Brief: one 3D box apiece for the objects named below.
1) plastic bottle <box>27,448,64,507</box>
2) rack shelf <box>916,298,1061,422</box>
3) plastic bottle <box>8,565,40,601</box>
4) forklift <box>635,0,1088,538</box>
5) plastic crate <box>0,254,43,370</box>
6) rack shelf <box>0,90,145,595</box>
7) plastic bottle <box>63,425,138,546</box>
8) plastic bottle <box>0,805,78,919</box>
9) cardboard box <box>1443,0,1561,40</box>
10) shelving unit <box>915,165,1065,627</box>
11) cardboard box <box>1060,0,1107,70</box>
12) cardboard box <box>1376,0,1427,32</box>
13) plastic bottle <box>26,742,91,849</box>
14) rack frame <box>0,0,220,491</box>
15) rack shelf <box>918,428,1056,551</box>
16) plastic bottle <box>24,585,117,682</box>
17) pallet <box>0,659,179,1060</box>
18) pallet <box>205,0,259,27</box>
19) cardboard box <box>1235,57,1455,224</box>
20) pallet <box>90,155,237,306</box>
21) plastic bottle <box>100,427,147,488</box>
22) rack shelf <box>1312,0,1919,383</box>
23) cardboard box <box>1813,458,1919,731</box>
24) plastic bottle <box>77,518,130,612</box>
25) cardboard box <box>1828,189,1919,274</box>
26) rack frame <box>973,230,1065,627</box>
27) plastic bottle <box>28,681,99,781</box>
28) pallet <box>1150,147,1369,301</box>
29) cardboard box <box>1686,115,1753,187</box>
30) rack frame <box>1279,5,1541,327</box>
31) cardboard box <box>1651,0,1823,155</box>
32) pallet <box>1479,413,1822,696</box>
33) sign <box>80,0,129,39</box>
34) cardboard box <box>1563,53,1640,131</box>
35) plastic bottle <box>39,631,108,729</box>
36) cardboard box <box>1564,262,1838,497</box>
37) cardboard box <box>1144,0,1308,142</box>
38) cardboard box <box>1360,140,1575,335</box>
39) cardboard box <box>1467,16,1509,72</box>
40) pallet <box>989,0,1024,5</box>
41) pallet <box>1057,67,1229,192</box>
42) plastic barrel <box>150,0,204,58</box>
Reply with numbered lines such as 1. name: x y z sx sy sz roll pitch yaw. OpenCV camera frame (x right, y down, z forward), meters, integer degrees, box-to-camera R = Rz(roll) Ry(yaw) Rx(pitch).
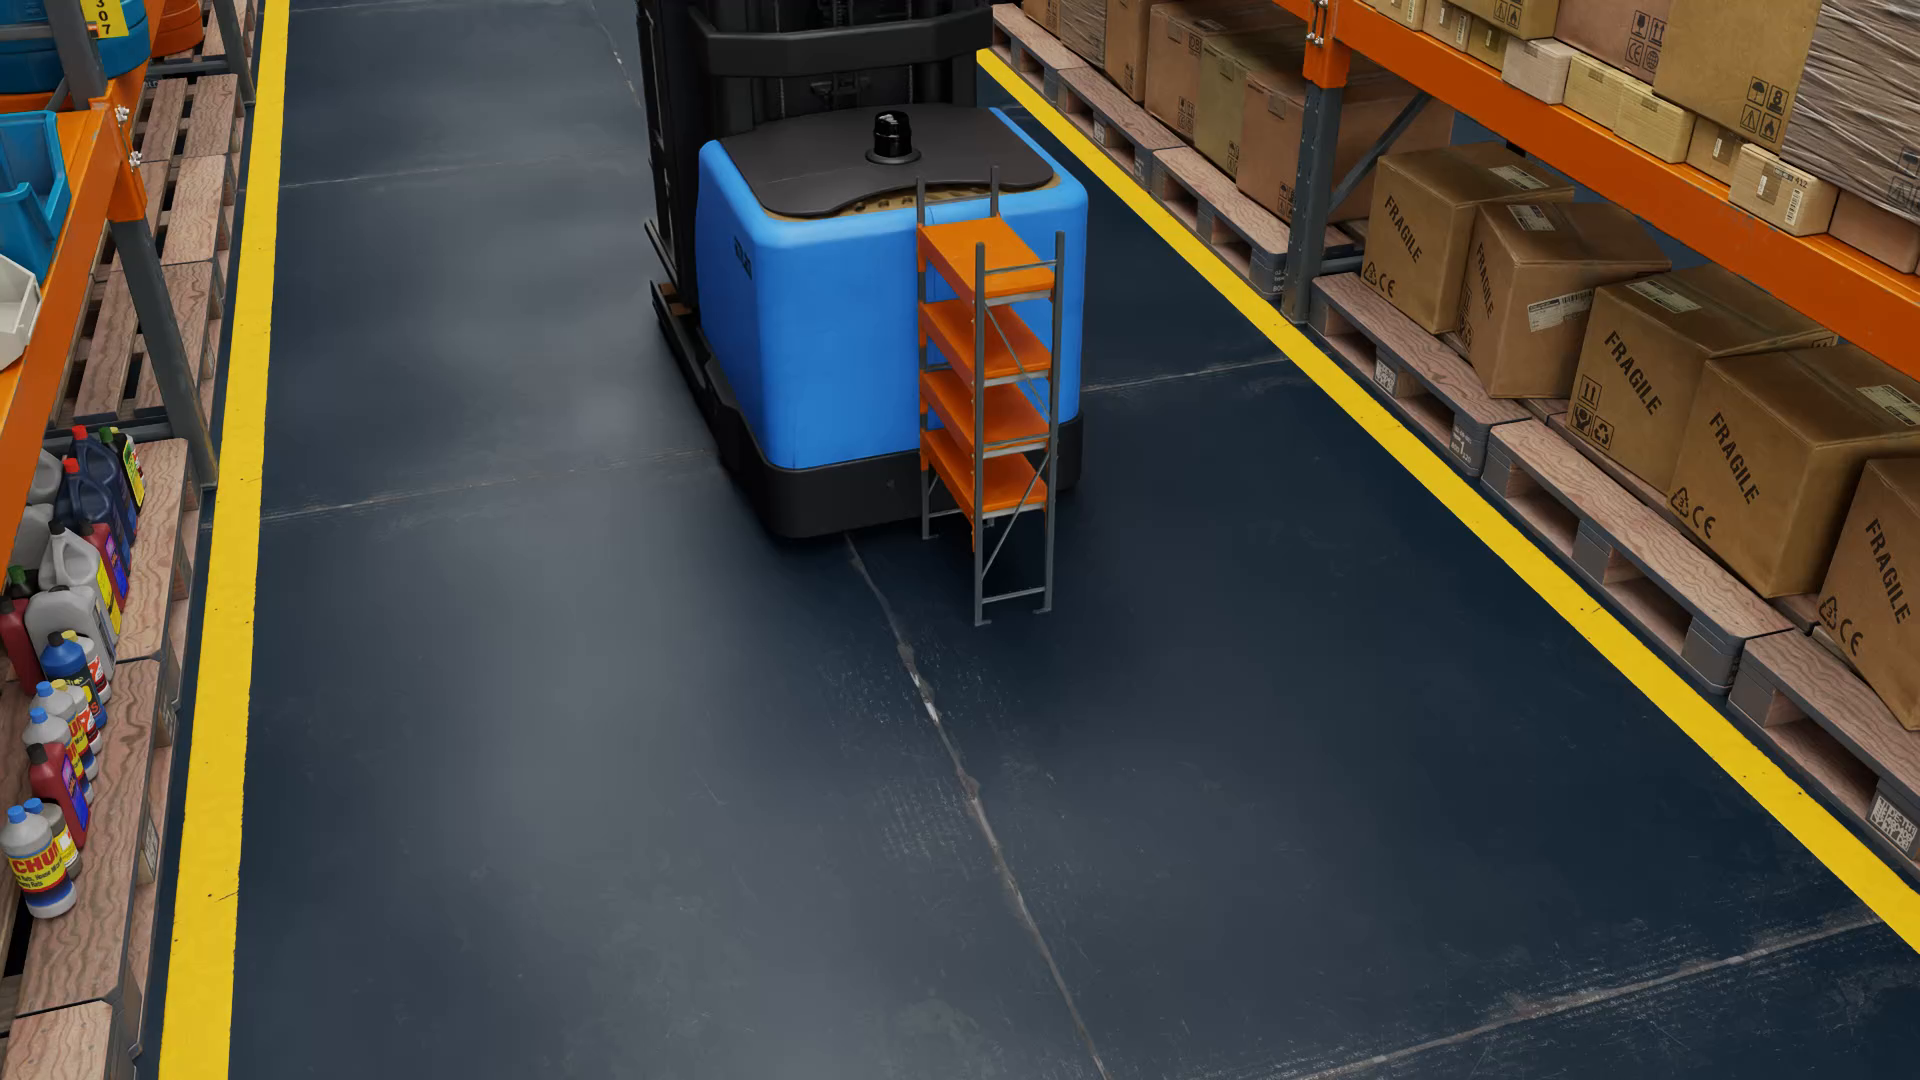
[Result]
1. plastic bottle: -2.619 -0.133 4.735 0.144 0.351 0.185 -10 35 -15
2. rack shelf: 0.074 -0.528 4.678 0.258 0.148 0.480 -11 35 -16
3. plastic bottle: -2.414 0.172 4.334 0.061 0.283 0.133 -10 35 -15
4. forklift: -0.570 -2.035 5.672 1.130 2.935 3.031 -11 35 -16
5. plastic crate: -2.216 -0.449 3.448 0.530 0.136 0.437 -10 35 -15
6. rack shelf: -2.342 -0.019 3.210 1.077 0.370 4.000 -10 35 -15
7. plastic bottle: -2.481 -0.158 4.771 0.144 0.351 0.185 -11 35 -16
8. plastic bottle: -1.989 0.682 3.573 0.097 0.271 0.097 0 33 0
9. cardboard box: 1.962 -1.852 4.972 0.875 0.500 0.500 -10 35 -15
10. shelving unit: 0.074 -0.398 4.764 0.258 1.200 0.503 -11 35 -16
11. cardboard box: 0.949 -2.805 8.642 0.700 0.500 0.500 -13 36 -19
12. cardboard box: 1.607 -1.800 5.481 0.380 0.149 0.250 -10 35 -15
13. plastic bottle: -2.040 0.555 3.754 0.061 0.283 0.133 -9 35 -14
14. rack frame: -2.952 -1.369 4.601 1.000 3.000 0.127 -10 35 -15
15. rack shelf: 0.074 -0.176 4.910 0.258 0.148 0.480 -11 35 -16
16. plastic bottle: -2.279 0.230 4.253 0.152 0.276 0.135 -9 35 -14
17. pallet: -2.411 0.796 3.854 1.003 0.211 1.213 -10 35 -15
18. pallet: -4.821 -3.352 10.131 1.003 0.211 1.213 -10 35 -15
19. cardboard box: 1.598 -1.668 6.922 0.700 0.500 0.500 -13 36 -18
20. pallet: -3.605 -1.253 6.955 1.003 0.211 1.213 -10 35 -15
21. plastic bottle: -2.545 -0.247 5.042 0.097 0.201 0.097 0 33 0
22. rack shelf: 2.375 -0.852 4.470 1.077 0.370 4.000 -10 35 -15
23. cardboard box: 2.595 0.127 4.223 0.500 0.500 0.500 -1 33 -2
24. plastic bottle: -2.334 0.050 4.519 0.061 0.283 0.133 -8 34 -12
25. cardboard box: 2.304 -0.765 3.915 0.380 0.149 0.250 -10 35 -15
26. rack frame: 0.155 -0.271 4.572 0.240 1.200 0.015 -11 35 -16
27. plastic bottle: -2.124 0.449 3.925 0.097 0.271 0.097 0 33 0
28. pallet: 1.526 -1.447 7.248 1.003 0.211 1.213 -10 35 -15
29. cardboard box: 2.133 -1.025 4.308 0.380 0.149 0.250 -10 35 -15
30. rack frame: 1.764 -2.202 5.861 1.000 3.000 0.127 -10 35 -15
31. cardboard box: 2.323 -1.337 4.193 0.875 0.500 0.500 -10 35 -15
32. pallet: 2.379 -0.050 5.134 1.003 0.211 1.213 -10 35 -15
33. sign: -2.425 -1.571 4.656 0.100 0.325 0.005 -10 35 -15
34. cardboard box: 1.948 -1.281 4.696 0.380 0.149 0.250 -10 35 -15
35. plastic bottle: -2.185 0.343 4.086 0.097 0.271 0.097 0 33 0
36. cardboard box: 2.295 -0.505 5.180 0.500 0.500 0.500 -13 36 -19
37. cardboard box: 1.299 -2.216 7.751 0.700 0.500 0.500 -13 36 -19
38. cardboard box: 1.848 -1.117 6.107 0.500 0.500 0.500 -11 35 -16
39. cardboard box: 1.795 -1.544 5.093 0.380 0.149 0.250 -10 35 -15
40. pallet: 0.376 -3.565 10.454 1.003 0.211 1.213 -10 35 -15
41. pallet: 1.150 -2.089 8.219 1.003 0.211 1.213 -10 35 -15
42. plastic barrel: -4.338 -2.993 8.646 0.600 0.830 0.708 -10 35 -15
